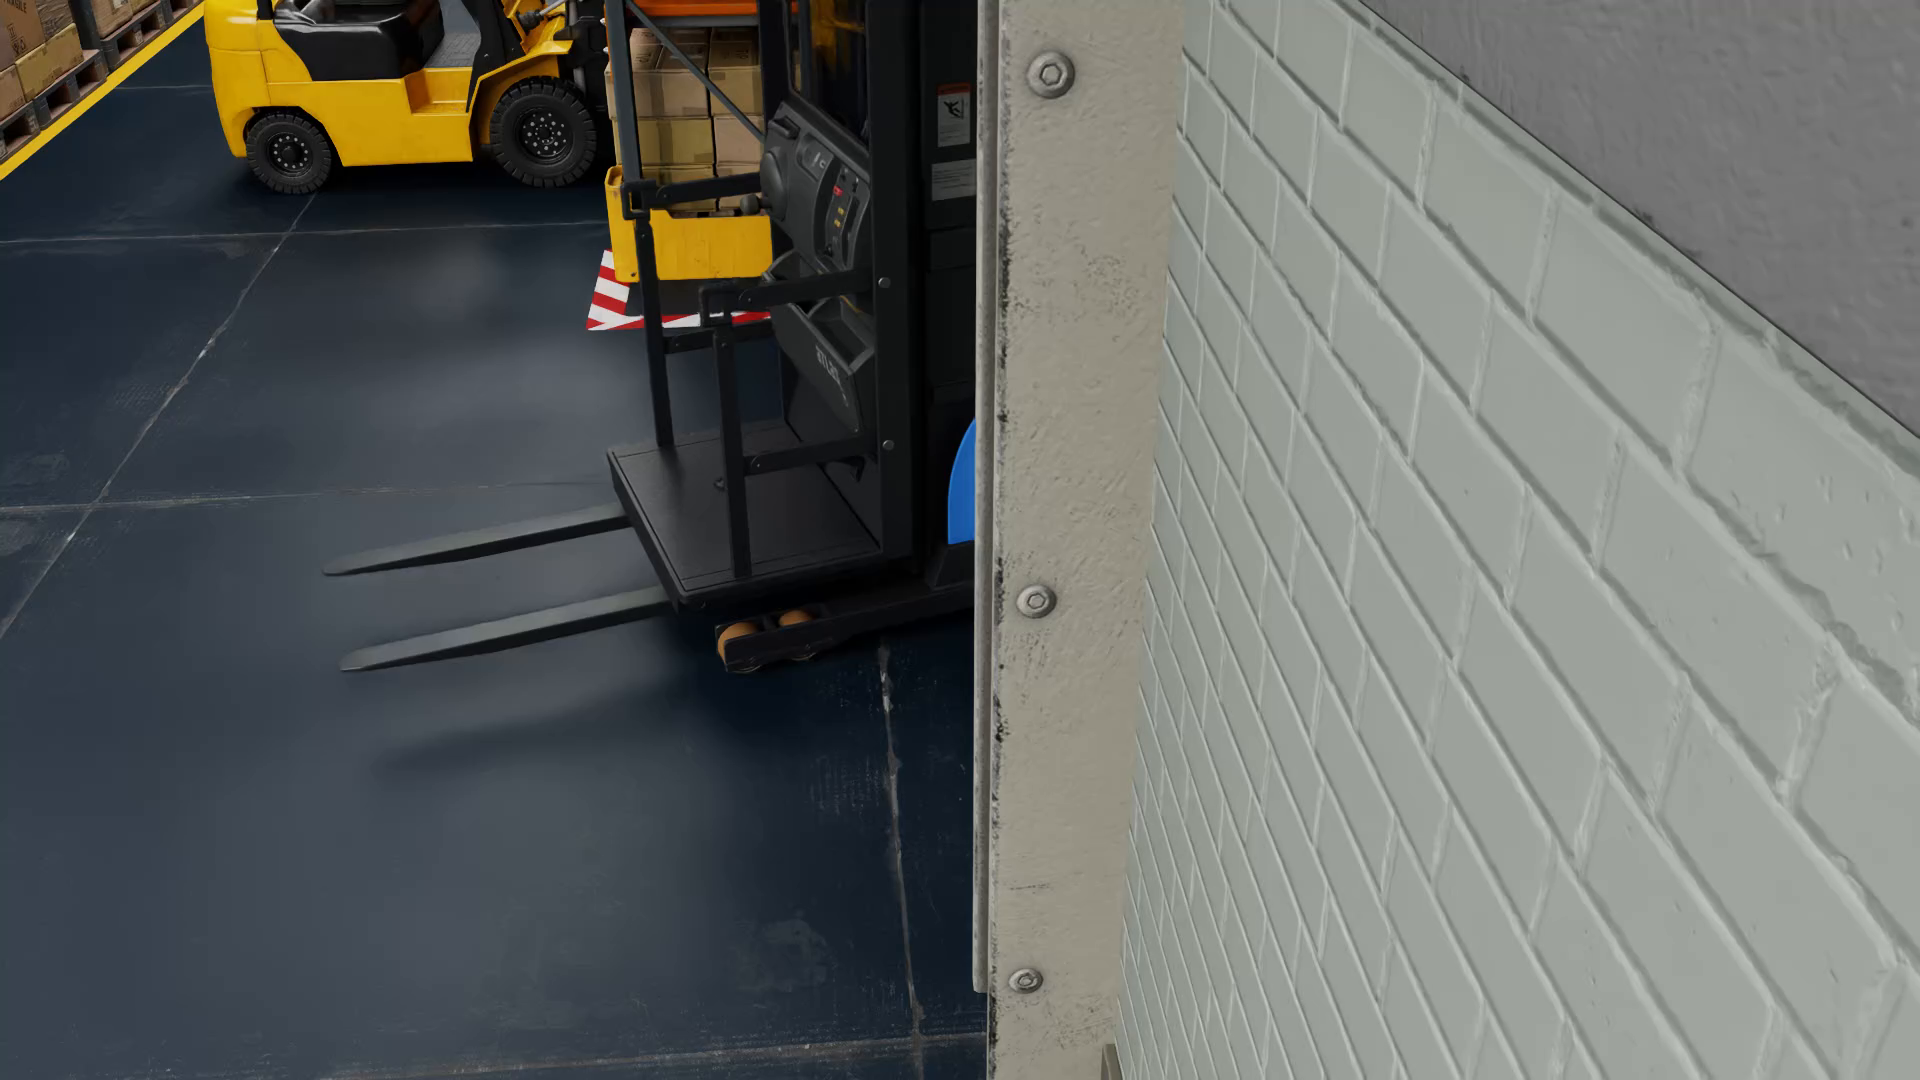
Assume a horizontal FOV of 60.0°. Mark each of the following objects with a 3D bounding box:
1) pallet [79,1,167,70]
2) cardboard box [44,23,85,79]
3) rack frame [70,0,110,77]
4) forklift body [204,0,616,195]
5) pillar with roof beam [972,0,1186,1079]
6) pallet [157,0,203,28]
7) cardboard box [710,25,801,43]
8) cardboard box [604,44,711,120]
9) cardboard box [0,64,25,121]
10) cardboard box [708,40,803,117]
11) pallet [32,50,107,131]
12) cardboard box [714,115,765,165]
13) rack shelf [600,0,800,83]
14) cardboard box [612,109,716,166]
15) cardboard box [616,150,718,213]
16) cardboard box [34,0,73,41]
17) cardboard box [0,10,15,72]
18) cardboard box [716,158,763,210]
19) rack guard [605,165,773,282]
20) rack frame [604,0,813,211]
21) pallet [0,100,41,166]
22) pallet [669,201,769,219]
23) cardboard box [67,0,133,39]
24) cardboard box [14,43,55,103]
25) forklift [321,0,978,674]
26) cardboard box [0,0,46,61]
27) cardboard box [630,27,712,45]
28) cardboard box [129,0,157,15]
[{"bbox_3d":[-6.578,-3.723,12.276,1.003,0.211,1.213,-3,31,-5],"label":"pallet"},{"bbox_3d":[-6.181,-3.233,11.010,0.500,0.250,0.500,-1,31,-2],"label":"cardboard box"},{"bbox_3d":[-6.504,-4.522,10.896,1.000,3.000,0.127,-3,31,-5],"label":"rack frame"},{"bbox_3d":[-3.182,-3.236,9.570,2.313,2.155,1.214,-3,31,-5],"label":"forklift body"},{"bbox_3d":[-4.082,-2.424,1.534,9.100,9.000,0.400,-3,31,-5],"label":"pillar with roof beam"},{"bbox_3d":[-6.695,-4.347,13.322,1.003,0.211,1.213,-3,31,-5],"label":"pallet"},{"bbox_3d":[-1.095,-2.658,9.072,0.500,0.250,0.500,-3,31,-5],"label":"cardboard box"},{"bbox_3d":[-1.542,-2.369,8.588,0.500,0.250,0.500,-2,31,-3],"label":"cardboard box"},{"bbox_3d":[-6.078,-2.702,10.120,0.500,0.250,0.500,-2,31,-4],"label":"cardboard box"},{"bbox_3d":[-1.045,-2.403,8.645,0.500,0.250,0.500,-3,31,-5],"label":"cardboard box"},{"bbox_3d":[-6.406,-2.984,11.040,1.003,0.211,1.213,-3,31,-5],"label":"pallet"},{"bbox_3d":[-1.026,-2.184,8.766,0.500,0.250,0.500,-2,31,-4],"label":"cardboard box"},{"bbox_3d":[-1.375,-3.432,9.772,1.077,0.370,4.000,-3,31,-5],"label":"rack shelf"},{"bbox_3d":[-1.545,-2.168,8.738,0.500,0.250,0.500,-3,31,-5],"label":"cardboard box"},{"bbox_3d":[-1.547,-1.944,8.852,0.500,0.250,0.500,-3,31,-4],"label":"cardboard box"},{"bbox_3d":[-6.181,-3.555,10.817,0.500,0.500,0.500,-3,31,-5],"label":"cardboard box"},{"bbox_3d":[-6.083,-3.035,9.946,0.500,0.500,0.500,-1,31,-2],"label":"cardboard box"},{"bbox_3d":[-1.040,-1.980,8.911,0.500,0.250,0.500,-3,31,-4],"label":"cardboard box"},{"bbox_3d":[-1.186,-1.634,8.499,1.175,0.500,0.348,-3,31,-5],"label":"rack guard"},{"bbox_3d":[-1.188,-2.720,7.878,1.000,3.000,0.127,-3,31,-5],"label":"rack frame"},{"bbox_3d":[-6.289,-2.360,9.995,1.003,0.211,1.213,-3,31,-5],"label":"pallet"},{"bbox_3d":[-1.302,-1.911,9.244,1.003,0.211,1.213,-3,31,-5],"label":"pallet"},{"bbox_3d":[-6.555,-3.842,11.910,0.950,0.372,0.625,-2,31,-4],"label":"cardboard box"},{"bbox_3d":[-6.121,-2.962,10.555,0.500,0.250,0.500,-4,31,-6],"label":"cardboard box"},{"bbox_3d":[-0.652,-1.124,5.274,3.031,2.935,1.130,-12,33,-20],"label":"forklift"},{"bbox_3d":[-6.132,-3.295,10.382,0.500,0.500,0.500,-2,31,-4],"label":"cardboard box"},{"bbox_3d":[-1.596,-2.629,9.024,0.500,0.250,0.500,-2,31,-4],"label":"cardboard box"},{"bbox_3d":[-6.626,-4.209,12.524,0.950,0.372,0.625,-1,31,-1],"label":"cardboard box"}]
